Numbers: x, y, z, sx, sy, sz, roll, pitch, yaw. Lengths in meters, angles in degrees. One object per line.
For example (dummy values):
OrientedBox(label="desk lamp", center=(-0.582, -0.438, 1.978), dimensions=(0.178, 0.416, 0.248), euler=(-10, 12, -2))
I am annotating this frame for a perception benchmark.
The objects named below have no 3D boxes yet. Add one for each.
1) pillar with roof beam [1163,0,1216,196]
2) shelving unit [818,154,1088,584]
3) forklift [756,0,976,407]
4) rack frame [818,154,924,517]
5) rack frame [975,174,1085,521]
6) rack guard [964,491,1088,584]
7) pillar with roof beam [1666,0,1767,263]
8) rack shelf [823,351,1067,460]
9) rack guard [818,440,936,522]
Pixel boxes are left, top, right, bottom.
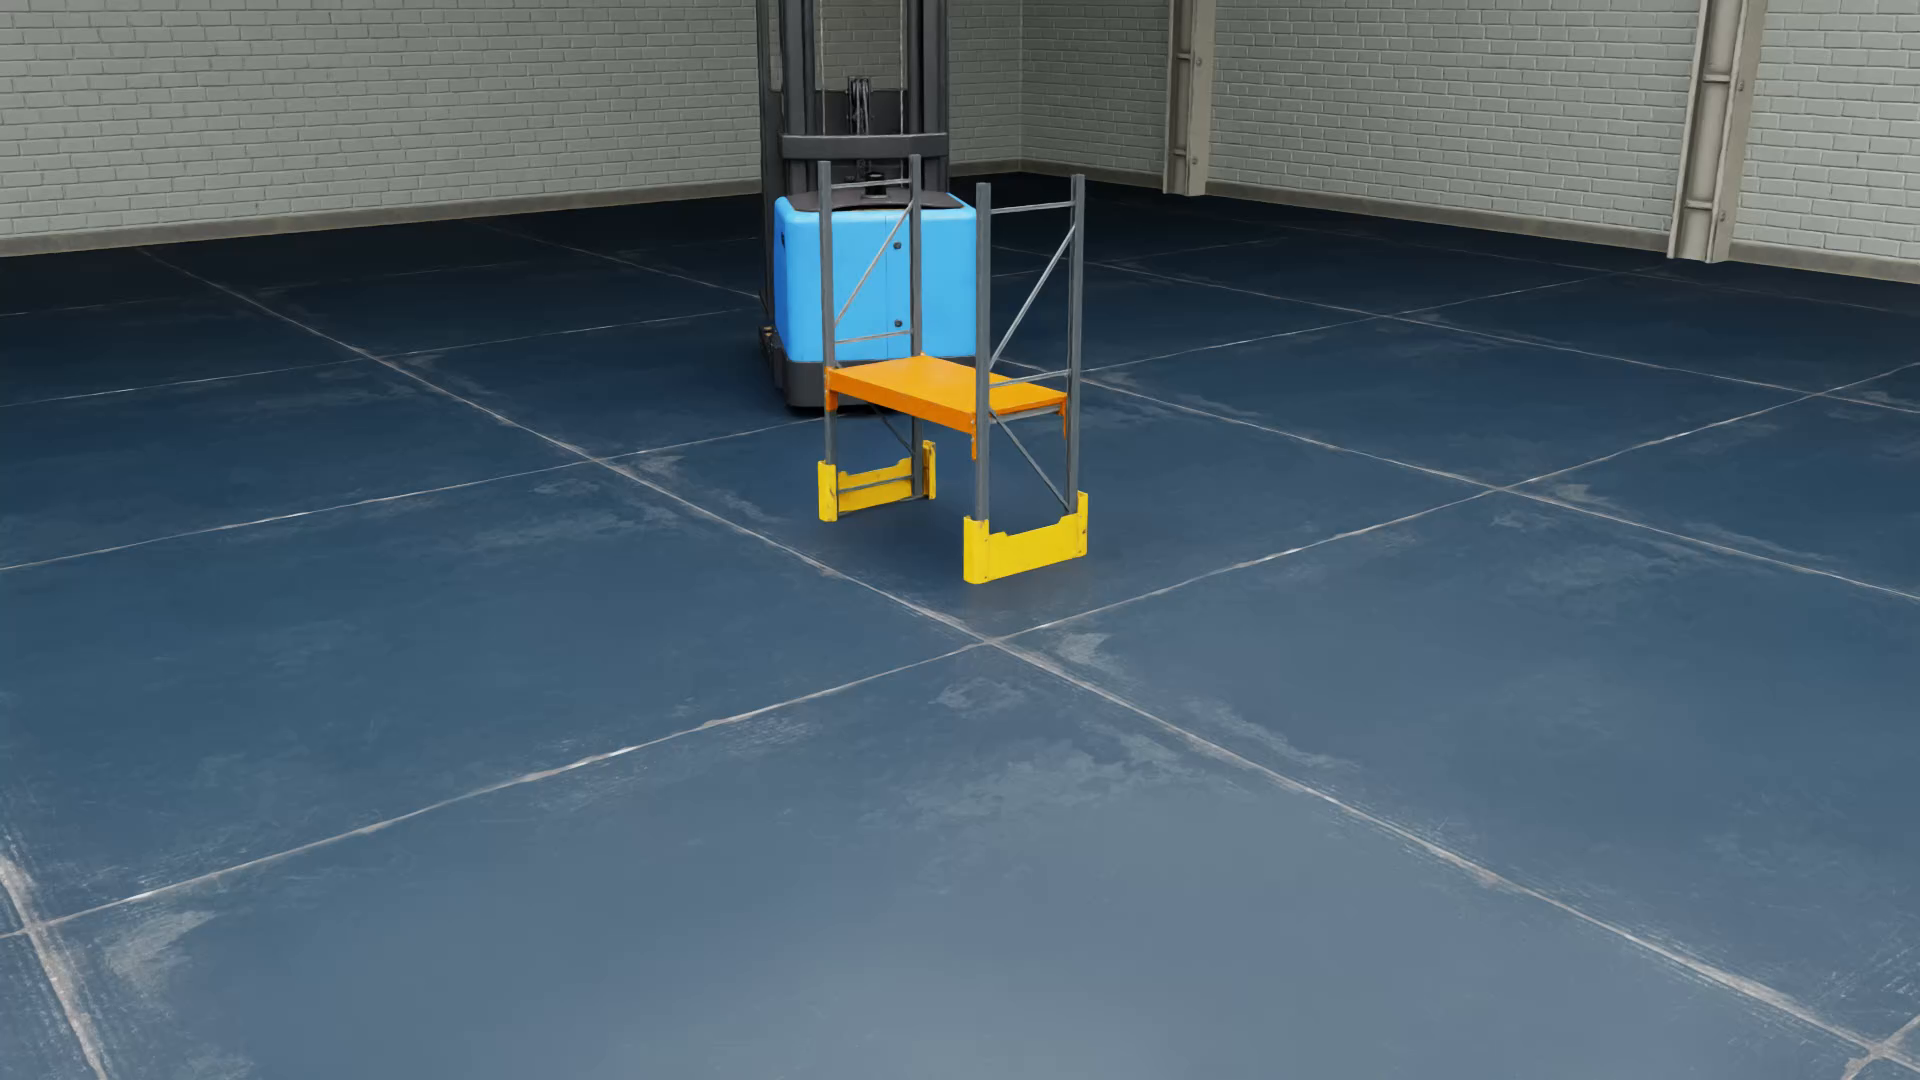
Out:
OrientedBox(label="pillar with roof beam", center=(-0.877, -7.282, 14.537), dimensions=(9.100, 9.000, 0.400), euler=(-14, 23, -36))
OrientedBox(label="shelving unit", center=(-0.047, -0.731, 6.683), dimensions=(0.587, 1.500, 1.083), euler=(-14, 23, -36))
OrientedBox(label="forklift", center=(-0.649, -2.514, 9.793), dimensions=(1.130, 2.935, 3.031), euler=(-3, 19, -10))
OrientedBox(label="rack frame", center=(-0.369, -0.858, 7.069), dimensions=(0.500, 1.500, 0.032), euler=(-14, 23, -36))
OrientedBox(label="rack frame", center=(0.263, -0.608, 6.312), dimensions=(0.500, 1.500, 0.032), euler=(-14, 23, -36))
OrientedBox(label="rack guard", center=(0.262, -0.015, 6.509), dimensions=(0.587, 0.250, 0.087), euler=(-14, 23, -36))
OrientedBox(label="pillar with roof beam", center=(2.848, -5.803, 10.072), dimensions=(9.100, 9.000, 0.400), euler=(-14, 23, -36))
OrientedBox(label="rack shelf", center=(-0.053, -0.562, 6.747), dimensions=(0.538, 0.185, 1.000), euler=(-14, 23, -36))
OrientedBox(label="rack guard", center=(-0.357, -0.260, 7.251), dimensions=(0.587, 0.250, 0.087), euler=(-14, 23, -36))
